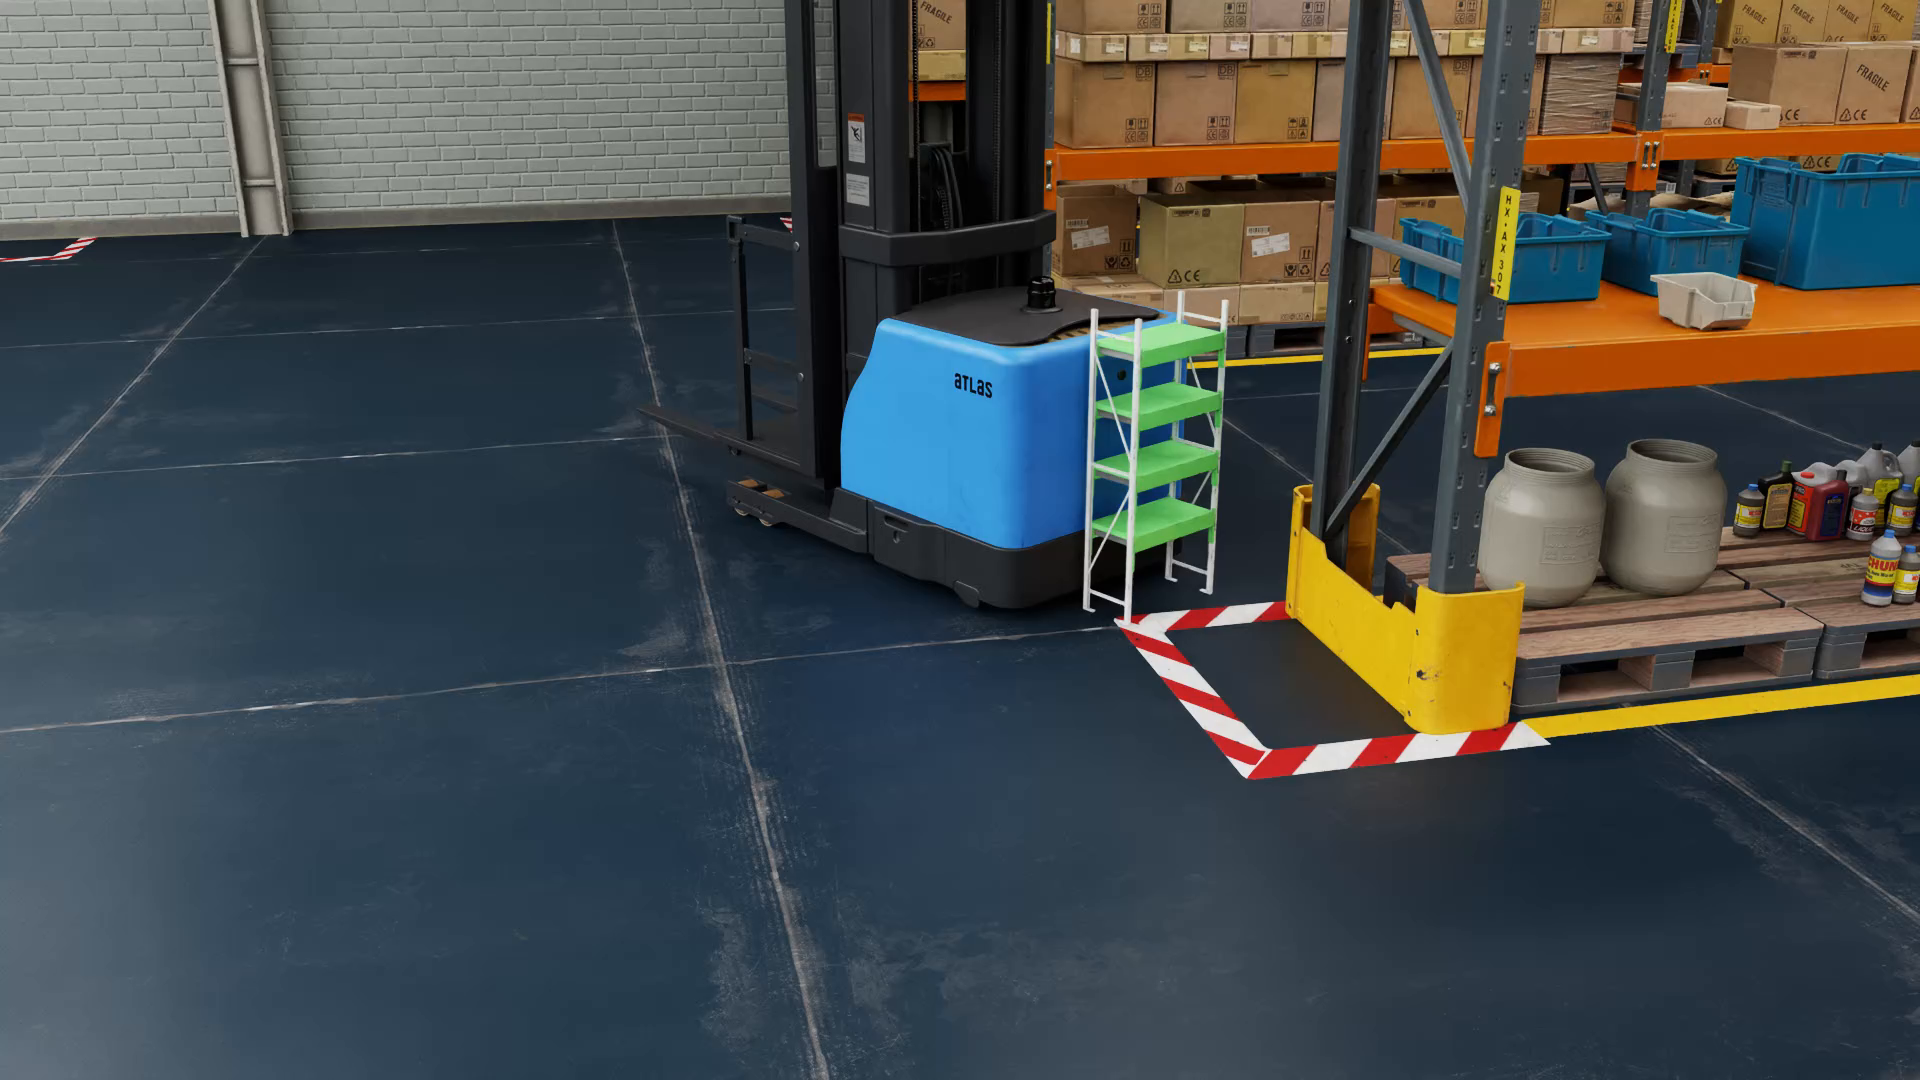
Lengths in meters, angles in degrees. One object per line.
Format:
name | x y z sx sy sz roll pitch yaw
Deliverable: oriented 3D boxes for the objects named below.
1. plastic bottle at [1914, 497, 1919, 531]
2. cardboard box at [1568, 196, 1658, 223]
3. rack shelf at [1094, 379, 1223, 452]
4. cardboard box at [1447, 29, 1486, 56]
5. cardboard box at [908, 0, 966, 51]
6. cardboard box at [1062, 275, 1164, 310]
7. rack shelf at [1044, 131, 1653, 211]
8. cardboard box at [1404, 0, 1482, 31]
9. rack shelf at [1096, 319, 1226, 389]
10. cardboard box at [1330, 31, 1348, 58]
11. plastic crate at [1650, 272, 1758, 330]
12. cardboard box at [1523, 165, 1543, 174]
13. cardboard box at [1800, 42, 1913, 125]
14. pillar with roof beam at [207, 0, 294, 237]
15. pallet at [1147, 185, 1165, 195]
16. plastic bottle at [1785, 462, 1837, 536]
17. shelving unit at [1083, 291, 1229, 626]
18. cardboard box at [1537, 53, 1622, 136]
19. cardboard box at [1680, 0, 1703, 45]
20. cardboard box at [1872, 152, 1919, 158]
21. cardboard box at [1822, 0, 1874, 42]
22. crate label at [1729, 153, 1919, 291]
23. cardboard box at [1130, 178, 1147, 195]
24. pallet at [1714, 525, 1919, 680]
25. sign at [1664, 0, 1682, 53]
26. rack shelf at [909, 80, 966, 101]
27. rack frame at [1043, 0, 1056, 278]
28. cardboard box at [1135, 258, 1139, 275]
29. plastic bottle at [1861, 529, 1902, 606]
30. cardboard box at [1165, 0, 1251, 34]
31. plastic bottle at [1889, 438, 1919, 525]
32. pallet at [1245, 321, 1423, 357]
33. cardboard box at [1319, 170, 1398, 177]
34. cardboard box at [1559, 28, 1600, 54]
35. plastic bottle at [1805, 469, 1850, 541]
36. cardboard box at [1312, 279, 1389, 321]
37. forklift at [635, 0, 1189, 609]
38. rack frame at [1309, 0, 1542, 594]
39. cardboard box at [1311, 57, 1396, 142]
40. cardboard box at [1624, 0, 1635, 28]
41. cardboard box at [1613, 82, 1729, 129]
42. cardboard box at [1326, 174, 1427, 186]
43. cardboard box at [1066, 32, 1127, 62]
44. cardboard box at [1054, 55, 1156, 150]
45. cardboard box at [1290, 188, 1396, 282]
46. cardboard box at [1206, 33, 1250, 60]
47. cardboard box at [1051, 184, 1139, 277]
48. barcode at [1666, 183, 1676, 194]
plastic bottle | 3.980 -0.164 6.722 0.135 0.276 0.152 -5 21 -12
cardboard box | 4.592 -2.214 11.568 0.500 0.311 0.500 -5 21 -12
rack shelf | 0.753 -0.484 6.379 0.480 0.148 0.258 -17 26 -39
cardboard box | 3.057 -3.094 10.313 0.250 0.149 0.380 -5 21 -13
cardboard box | -0.239 -4.486 14.298 0.500 0.500 0.500 -5 21 -12
cardboard box | 0.944 -1.474 10.363 0.500 0.250 0.500 -5 21 -12
rack shelf | 2.317 -2.420 10.606 4.000 0.370 1.077 -5 21 -12
cardboard box | 2.854 -3.455 10.354 0.500 0.500 0.700 -5 21 -12
rack shelf | 0.754 -0.709 6.296 0.480 0.148 0.258 -17 26 -39
cardboard box | 2.298 -3.031 10.141 0.250 0.149 0.380 -4 21 -12
plastic crate | 2.452 -0.780 5.468 0.250 0.136 0.298 -5 21 -12
cardboard box | 5.319 -3.798 16.317 0.500 0.500 0.700 -5 21 -13
cardboard box | 6.015 -3.100 11.270 0.500 0.500 0.500 -5 21 -12
pillar with roof beam | -5.139 -5.503 9.255 0.400 9.000 9.100 -5 21 -12
pallet | 2.474 -3.200 15.742 1.213 0.211 1.003 -5 21 -12
plastic bottle | 3.445 -0.172 6.743 0.135 0.276 0.152 -4 21 -12
shelving unit | 0.753 -0.318 6.439 0.503 1.200 0.258 -17 26 -39
cardboard box | 3.833 -2.926 10.796 0.500 0.500 0.700 -5 21 -14
cardboard box | 7.412 -5.212 16.576 0.500 0.500 0.500 -5 21 -12
cardboard box | 9.438 -4.229 17.012 0.750 0.750 0.750 -4 20 -11
cardboard box | 8.539 -5.117 16.315 0.500 0.500 0.500 -5 21 -13
crate label | 3.236 -1.194 6.162 0.616 0.435 0.502 -5 21 -12
cardboard box | 1.559 -3.322 15.528 0.250 0.149 0.380 -6 21 -17
pallet | 3.547 0.189 6.493 1.213 0.211 1.003 -5 21 -12
sign | 4.393 -3.174 10.245 0.005 0.325 0.100 -5 21 -12
rack shelf | 1.174 -4.078 15.132 4.000 0.370 1.077 -5 21 -12
rack frame | 0.371 -2.600 10.050 0.127 3.000 1.000 -5 21 -12
cardboard box | 1.308 -1.691 10.956 0.500 0.250 0.500 -5 21 -12
plastic bottle | 3.343 0.094 6.024 0.097 0.271 0.097 0 20 0
cardboard box | 1.390 -3.336 10.029 0.500 0.500 0.700 -5 21 -14
plastic bottle | 3.921 -0.247 6.839 0.185 0.351 0.144 -5 21 -13
pallet | 2.290 -1.460 10.994 1.213 0.211 1.003 -5 21 -12
cardboard box | 3.832 -3.671 15.969 0.500 0.500 0.700 -4 20 -11
cardboard box | 3.807 -3.156 10.479 0.250 0.149 0.380 -5 21 -14
plastic bottle | 3.470 -0.140 6.644 0.133 0.283 0.061 -5 21 -12
cardboard box | 2.404 -1.592 10.686 0.500 0.250 0.500 -5 21 -12
forklift | -0.418 -1.539 7.254 1.130 2.935 3.031 -17 26 -39
rack frame | 1.507 -0.941 5.523 0.127 3.000 1.000 -5 21 -12
cardboard box | 2.334 -2.803 10.459 0.500 0.500 0.700 -4 21 -11
cardboard box | 6.020 -5.050 15.955 0.500 0.500 0.700 -7 21 -18
cardboard box | 4.732 -2.899 11.086 0.500 0.250 0.500 -3 20 -9
cardboard box | 2.767 -2.163 11.156 0.500 0.500 0.500 -5 21 -12
cardboard box | 0.802 -2.910 9.809 0.250 0.149 0.380 -5 21 -13
cardboard box | 0.828 -2.679 10.122 0.500 0.500 0.700 -5 21 -12
cardboard box | 2.404 -1.944 10.556 0.500 0.500 0.500 -5 21 -12
cardboard box | 1.548 -2.970 9.974 0.250 0.149 0.380 -5 21 -13
cardboard box | 0.824 -2.000 10.710 0.500 0.500 0.500 -5 21 -12
barcode | 4.608 -2.281 10.778 0.075 0.075 0.001 -5 21 -12
